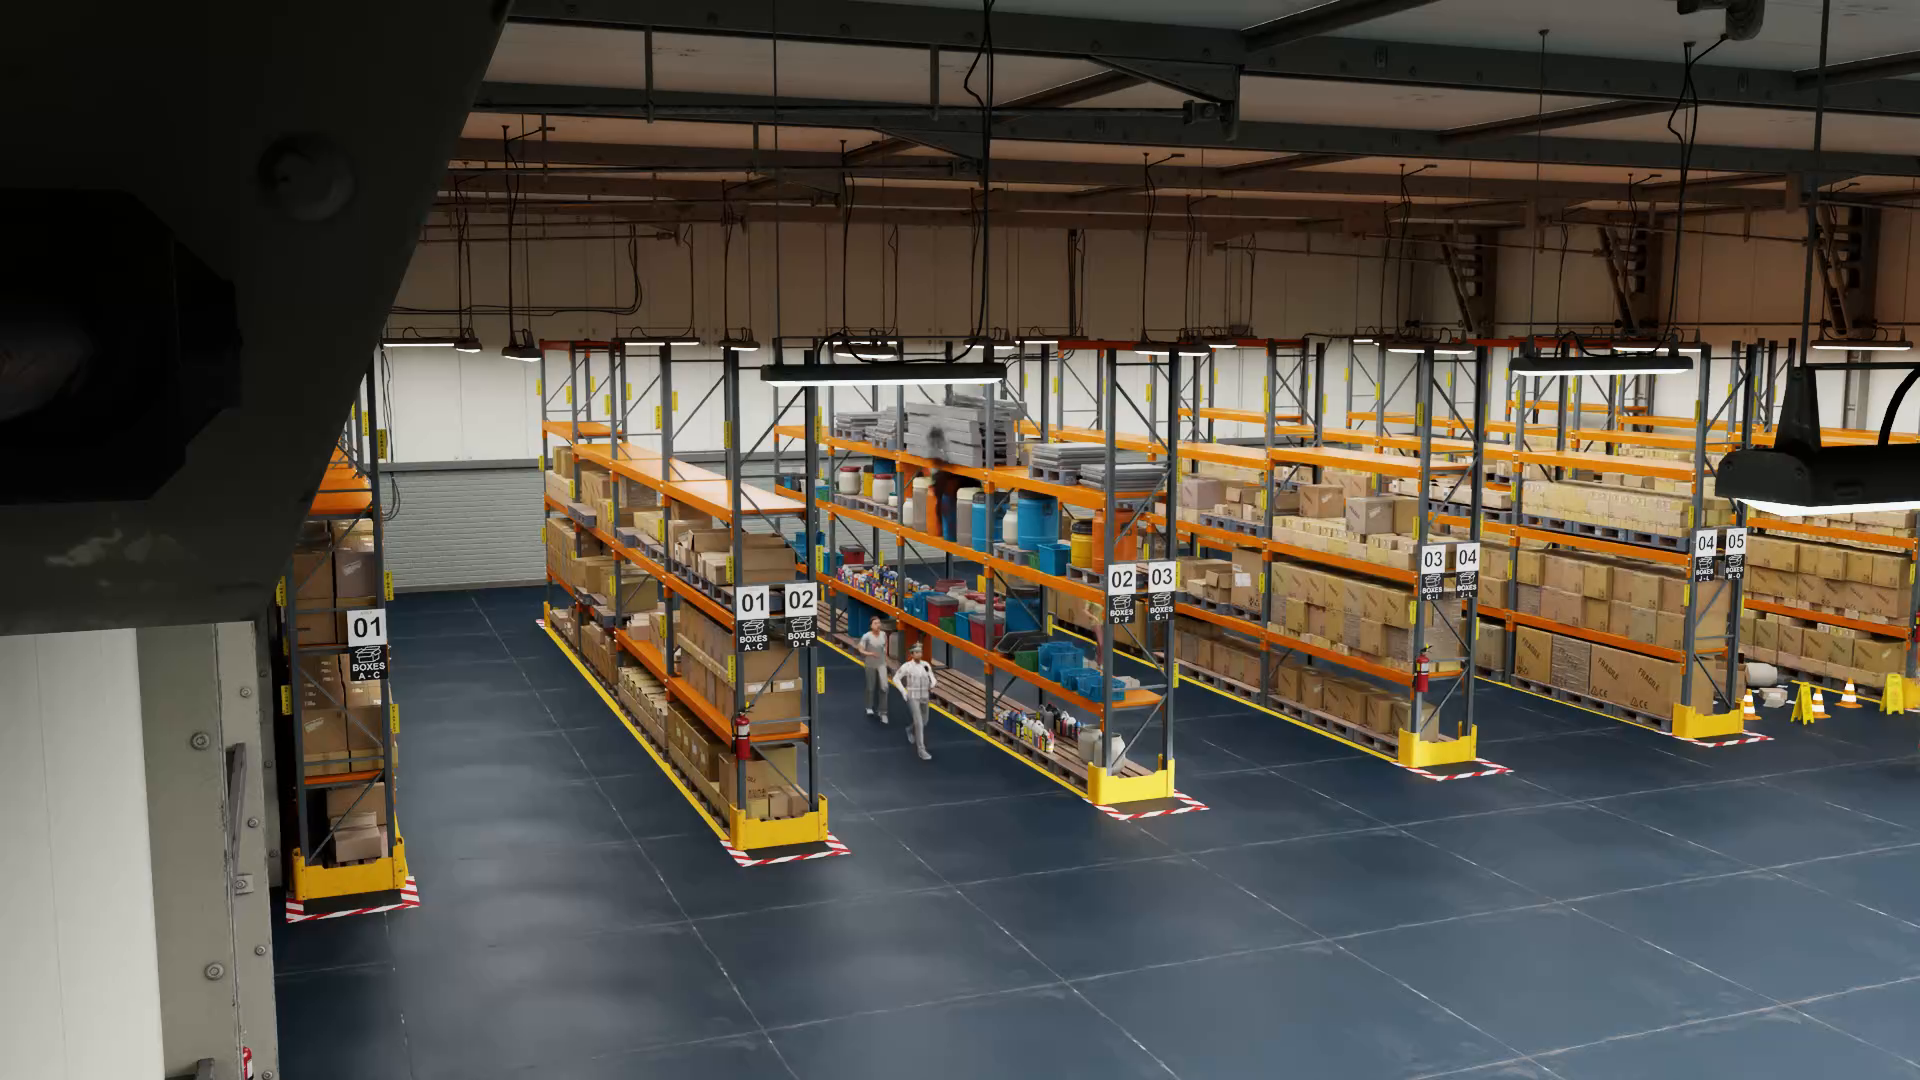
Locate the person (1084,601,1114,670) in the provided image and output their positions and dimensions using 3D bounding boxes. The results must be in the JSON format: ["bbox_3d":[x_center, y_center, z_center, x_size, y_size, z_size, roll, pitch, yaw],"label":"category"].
[{"bbox_3d":[2.562,1.555,30.579,0.578,1.619,0.569,-3,8,-23],"label":"person"}]

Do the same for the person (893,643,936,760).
[{"bbox_3d":[-0.654,2.326,24.412,0.570,1.669,0.836,-4,9,-29],"label":"person"}]

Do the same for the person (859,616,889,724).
[{"bbox_3d":[-1.370,2.061,26.615,0.555,1.725,0.761,-3,8,-19],"label":"person"}]
